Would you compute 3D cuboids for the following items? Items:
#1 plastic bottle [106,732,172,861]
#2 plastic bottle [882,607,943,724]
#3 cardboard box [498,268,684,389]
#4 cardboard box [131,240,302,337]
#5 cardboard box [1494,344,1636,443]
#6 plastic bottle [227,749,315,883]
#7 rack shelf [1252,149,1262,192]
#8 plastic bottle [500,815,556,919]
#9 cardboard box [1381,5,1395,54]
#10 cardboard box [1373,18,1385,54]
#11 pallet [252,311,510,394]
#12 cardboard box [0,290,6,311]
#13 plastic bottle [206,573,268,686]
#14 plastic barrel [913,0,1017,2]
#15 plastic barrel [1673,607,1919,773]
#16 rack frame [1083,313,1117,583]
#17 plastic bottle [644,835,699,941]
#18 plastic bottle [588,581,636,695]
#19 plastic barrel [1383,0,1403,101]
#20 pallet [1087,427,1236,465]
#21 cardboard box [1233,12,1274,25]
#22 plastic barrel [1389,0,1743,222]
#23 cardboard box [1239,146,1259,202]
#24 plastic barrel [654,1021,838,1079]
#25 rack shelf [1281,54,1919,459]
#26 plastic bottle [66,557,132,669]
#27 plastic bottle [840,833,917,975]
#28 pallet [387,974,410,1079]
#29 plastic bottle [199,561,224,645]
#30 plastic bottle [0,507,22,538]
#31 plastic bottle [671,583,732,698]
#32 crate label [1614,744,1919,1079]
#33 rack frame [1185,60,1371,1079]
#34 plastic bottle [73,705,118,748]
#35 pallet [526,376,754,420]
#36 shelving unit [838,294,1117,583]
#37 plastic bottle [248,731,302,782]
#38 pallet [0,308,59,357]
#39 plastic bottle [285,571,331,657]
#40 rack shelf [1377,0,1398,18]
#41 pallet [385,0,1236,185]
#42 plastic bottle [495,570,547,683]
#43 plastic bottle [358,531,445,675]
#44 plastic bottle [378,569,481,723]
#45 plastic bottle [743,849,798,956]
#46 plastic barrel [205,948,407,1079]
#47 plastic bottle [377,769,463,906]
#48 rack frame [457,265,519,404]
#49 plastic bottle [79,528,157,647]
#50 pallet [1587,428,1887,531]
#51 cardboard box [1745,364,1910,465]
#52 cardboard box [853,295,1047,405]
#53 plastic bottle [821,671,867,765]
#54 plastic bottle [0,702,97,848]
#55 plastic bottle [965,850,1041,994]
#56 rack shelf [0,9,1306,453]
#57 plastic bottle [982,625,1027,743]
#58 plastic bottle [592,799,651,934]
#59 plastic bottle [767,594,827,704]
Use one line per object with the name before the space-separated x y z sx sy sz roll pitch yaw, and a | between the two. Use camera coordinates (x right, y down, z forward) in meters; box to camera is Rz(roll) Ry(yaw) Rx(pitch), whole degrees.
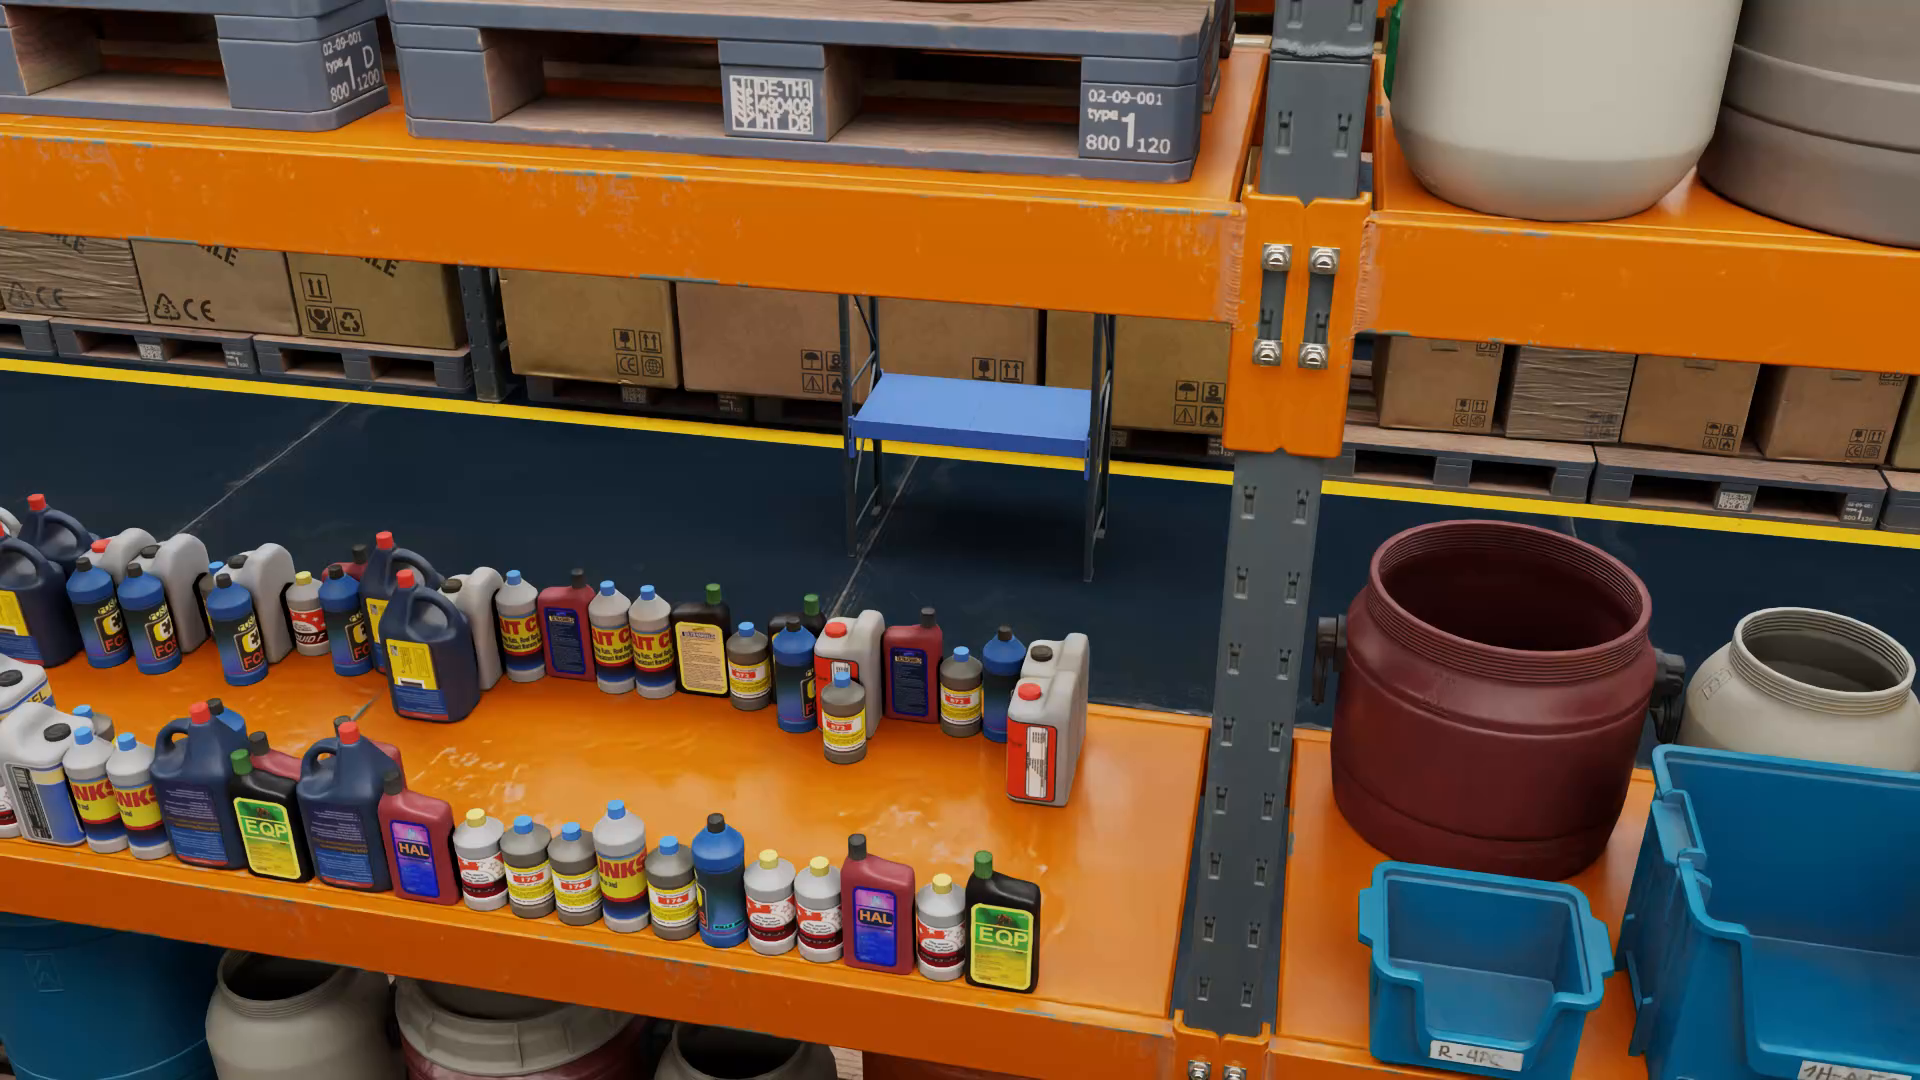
plastic bottle | -1.642 0.506 3.336 0.097 0.271 0.097 0 29 0
plastic bottle | -0.106 0.277 3.742 0.133 0.283 0.061 6 29 11
cardboard box | -1.686 -1.449 8.549 0.875 0.875 1.225 6 29 11
cardboard box | -3.825 -1.698 9.004 0.875 0.875 0.875 6 29 11
cardboard box | 2.800 -0.840 7.806 0.500 0.500 0.700 3 29 6
plastic bottle | -1.352 0.540 3.262 0.133 0.283 0.061 6 29 11
rack shelf | -0.360 -1.736 8.046 4.000 0.370 1.077 6 29 11
plastic bottle | -0.829 0.620 3.200 0.097 0.201 0.097 0 29 0
cardboard box | 2.132 -2.044 7.318 0.500 0.500 0.500 2 29 4
cardboard box | 3.307 -3.264 11.994 0.750 0.750 1.050 5 29 10
pallet | -3.043 -1.142 9.116 1.213 0.211 1.003 6 29 11
cardboard box | -5.585 -1.879 9.333 0.875 0.875 0.875 6 29 11
plastic bottle | -1.696 0.203 3.890 0.097 0.271 0.097 0 29 0
plastic barrel | 0.007 -1.272 2.441 0.708 0.830 0.600 6 29 11
plastic barrel | 1.612 0.429 3.226 0.421 0.512 0.421 0 29 0
rack frame | 0.581 -0.598 6.781 0.032 1.500 0.500 6 29 11
plastic bottle | -0.543 0.649 3.147 0.097 0.201 0.097 0 29 0
plastic bottle | -0.806 0.219 3.860 0.097 0.271 0.097 0 29 0
plastic barrel | 0.814 -0.772 2.574 0.294 0.245 0.294 0 29 0
pallet | 0.841 -0.742 8.386 1.213 0.211 1.003 6 29 11
cardboard box | 2.107 -3.770 12.397 0.500 0.250 0.500 5 29 8
plastic barrel | 0.801 -0.715 2.192 0.421 0.512 0.421 0 29 0
cardboard box | 1.062 -1.828 7.361 0.500 0.500 0.500 7 29 12
plastic barrel | -0.491 1.326 3.857 0.421 0.512 0.421 0 29 0
rack shelf | 2.518 -0.324 2.345 4.000 0.370 1.077 6 29 11
plastic bottle | -2.055 0.166 3.958 0.097 0.271 0.097 0 29 0
plastic bottle | -0.149 0.663 3.037 0.133 0.283 0.061 6 29 11
pallet | -1.408 1.515 4.262 1.213 0.211 1.003 6 29 11
plastic bottle | -1.796 0.148 4.062 0.097 0.201 0.097 0 29 0
plastic bottle | -2.383 0.034 4.115 0.185 0.351 0.144 6 29 11
plastic bottle | -0.594 0.227 3.834 0.133 0.283 0.061 6 29 11
crate label | 1.477 0.686 2.836 0.616 0.435 0.502 6 29 11
rack frame | 0.562 0.475 3.259 0.127 3.000 1.000 6 29 11
plastic bottle | -1.837 0.442 3.526 0.097 0.201 0.097 0 29 0
pallet | -1.546 -0.987 8.833 1.213 0.211 1.003 6 29 11
shelving unit | 0.083 -0.649 6.874 1.048 1.500 0.538 6 29 11
plastic bottle | -1.339 0.511 3.315 0.133 0.283 0.061 6 29 11
pallet | -5.429 -1.387 9.563 1.213 0.211 1.003 6 29 11
plastic bottle | -1.569 0.172 4.020 0.097 0.201 0.097 0 29 0
rack shelf | 4.686 -3.654 11.550 4.000 0.370 1.077 6 29 11
pallet | -0.166 -0.880 2.808 1.213 0.211 1.003 6 29 11
plastic bottle | -1.031 0.196 3.902 0.097 0.271 0.097 0 29 0
plastic bottle | -1.306 0.145 3.914 0.185 0.351 0.144 6 29 11
plastic bottle | -1.206 0.230 3.758 0.185 0.351 0.144 6 29 11
plastic bottle | -0.353 0.669 3.111 0.097 0.201 0.097 0 29 0
plastic barrel | -1.596 1.213 4.064 0.421 0.512 0.421 0 29 0
plastic bottle | -1.041 0.571 3.204 0.133 0.283 0.061 6 29 11
rack frame | -2.316 -2.252 8.240 0.127 3.000 1.000 6 29 11
plastic bottle | -2.047 0.103 4.067 0.135 0.276 0.152 6 29 11
pallet | 3.549 -0.425 7.807 1.213 0.211 1.003 6 29 11
cardboard box | 3.902 -0.731 7.606 0.500 0.500 0.700 3 29 6
cardboard box | 0.055 -1.275 8.231 0.875 0.875 1.225 6 29 11
plastic bottle | -0.254 0.381 3.637 0.097 0.201 0.097 0 29 0
plastic bottle | -1.845 0.470 3.397 0.135 0.276 0.152 6 29 11
plastic bottle | 0.077 0.686 2.995 0.133 0.283 0.061 6 29 11
rack shelf | -1.394 -0.726 3.077 4.000 0.370 1.077 6 29 11
plastic bottle | 0.098 0.312 3.691 0.097 0.271 0.097 0 29 0
plastic bottle | -0.639 0.609 3.148 0.097 0.271 0.097 0 29 0
plastic bottle | -0.368 0.250 3.792 0.133 0.283 0.061 6 29 11
